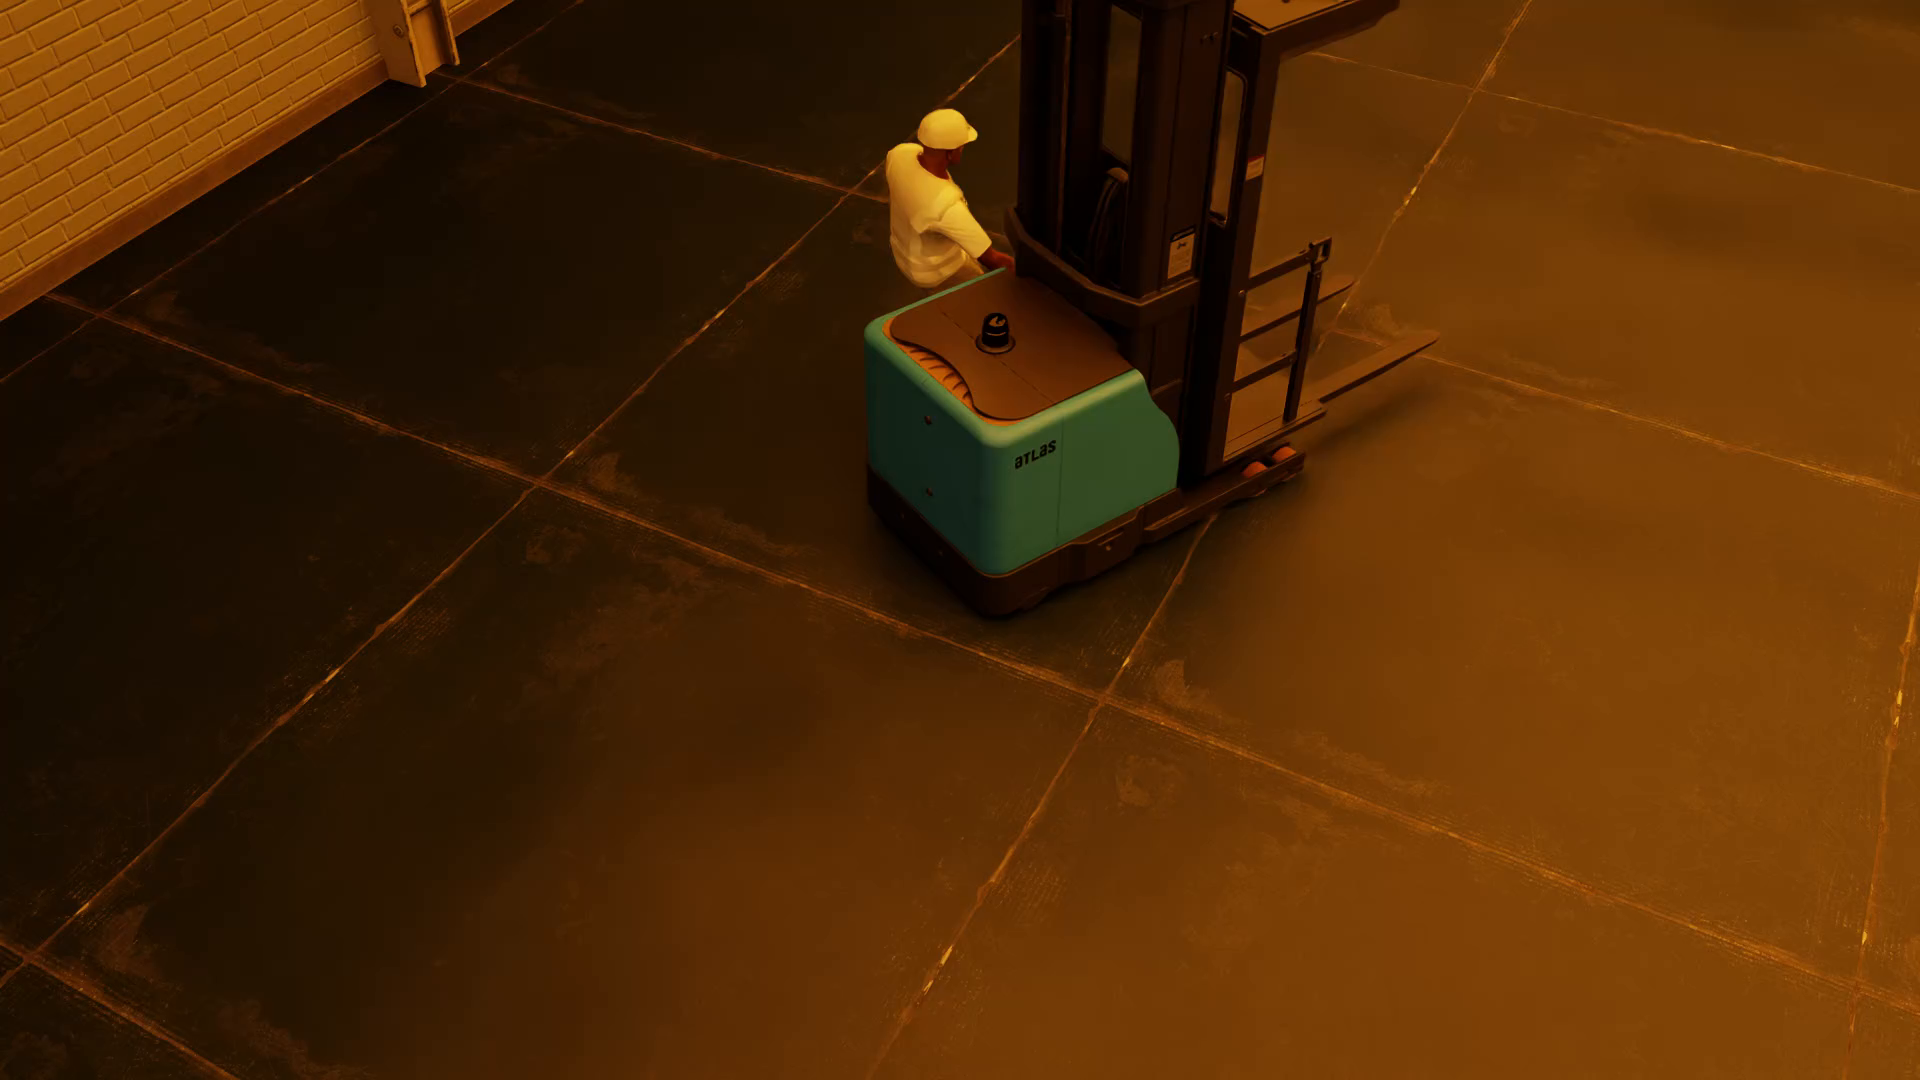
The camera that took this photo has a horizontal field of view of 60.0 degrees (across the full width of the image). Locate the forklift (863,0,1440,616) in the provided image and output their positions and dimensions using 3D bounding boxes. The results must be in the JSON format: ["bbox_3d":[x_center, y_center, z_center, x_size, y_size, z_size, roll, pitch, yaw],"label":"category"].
[{"bbox_3d":[1.058,-1.546,7.295,3.031,2.935,1.130,-26,49,-25],"label":"forklift"}]

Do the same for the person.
[{"bbox_3d":[0.036,-1.398,8.072,0.693,1.621,0.804,-19,46,-19],"label":"person"}]
